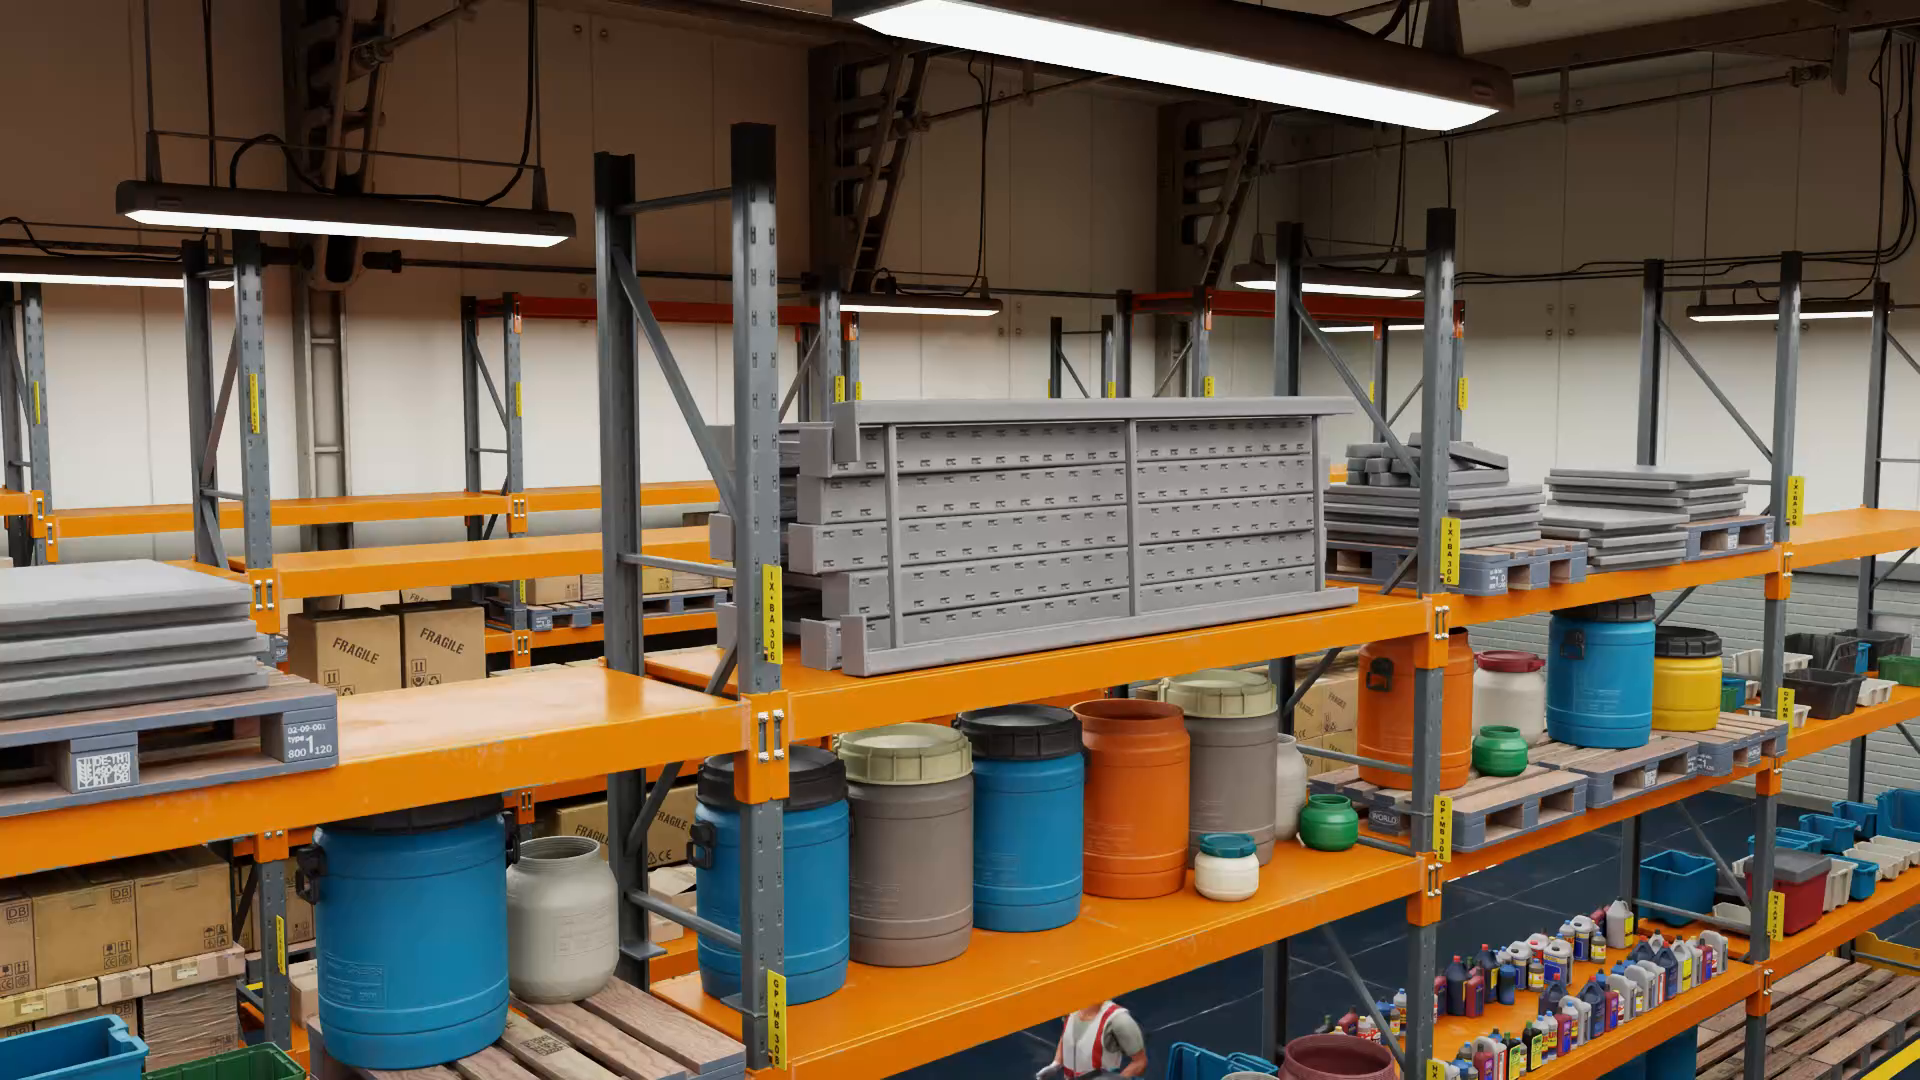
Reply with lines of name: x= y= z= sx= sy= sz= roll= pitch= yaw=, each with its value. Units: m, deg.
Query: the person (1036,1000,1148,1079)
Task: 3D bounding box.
person: x=0.842 y=3.362 z=10.074 sx=0.611 sy=1.752 sz=0.670 roll=-5 pitch=7 yaw=-42
